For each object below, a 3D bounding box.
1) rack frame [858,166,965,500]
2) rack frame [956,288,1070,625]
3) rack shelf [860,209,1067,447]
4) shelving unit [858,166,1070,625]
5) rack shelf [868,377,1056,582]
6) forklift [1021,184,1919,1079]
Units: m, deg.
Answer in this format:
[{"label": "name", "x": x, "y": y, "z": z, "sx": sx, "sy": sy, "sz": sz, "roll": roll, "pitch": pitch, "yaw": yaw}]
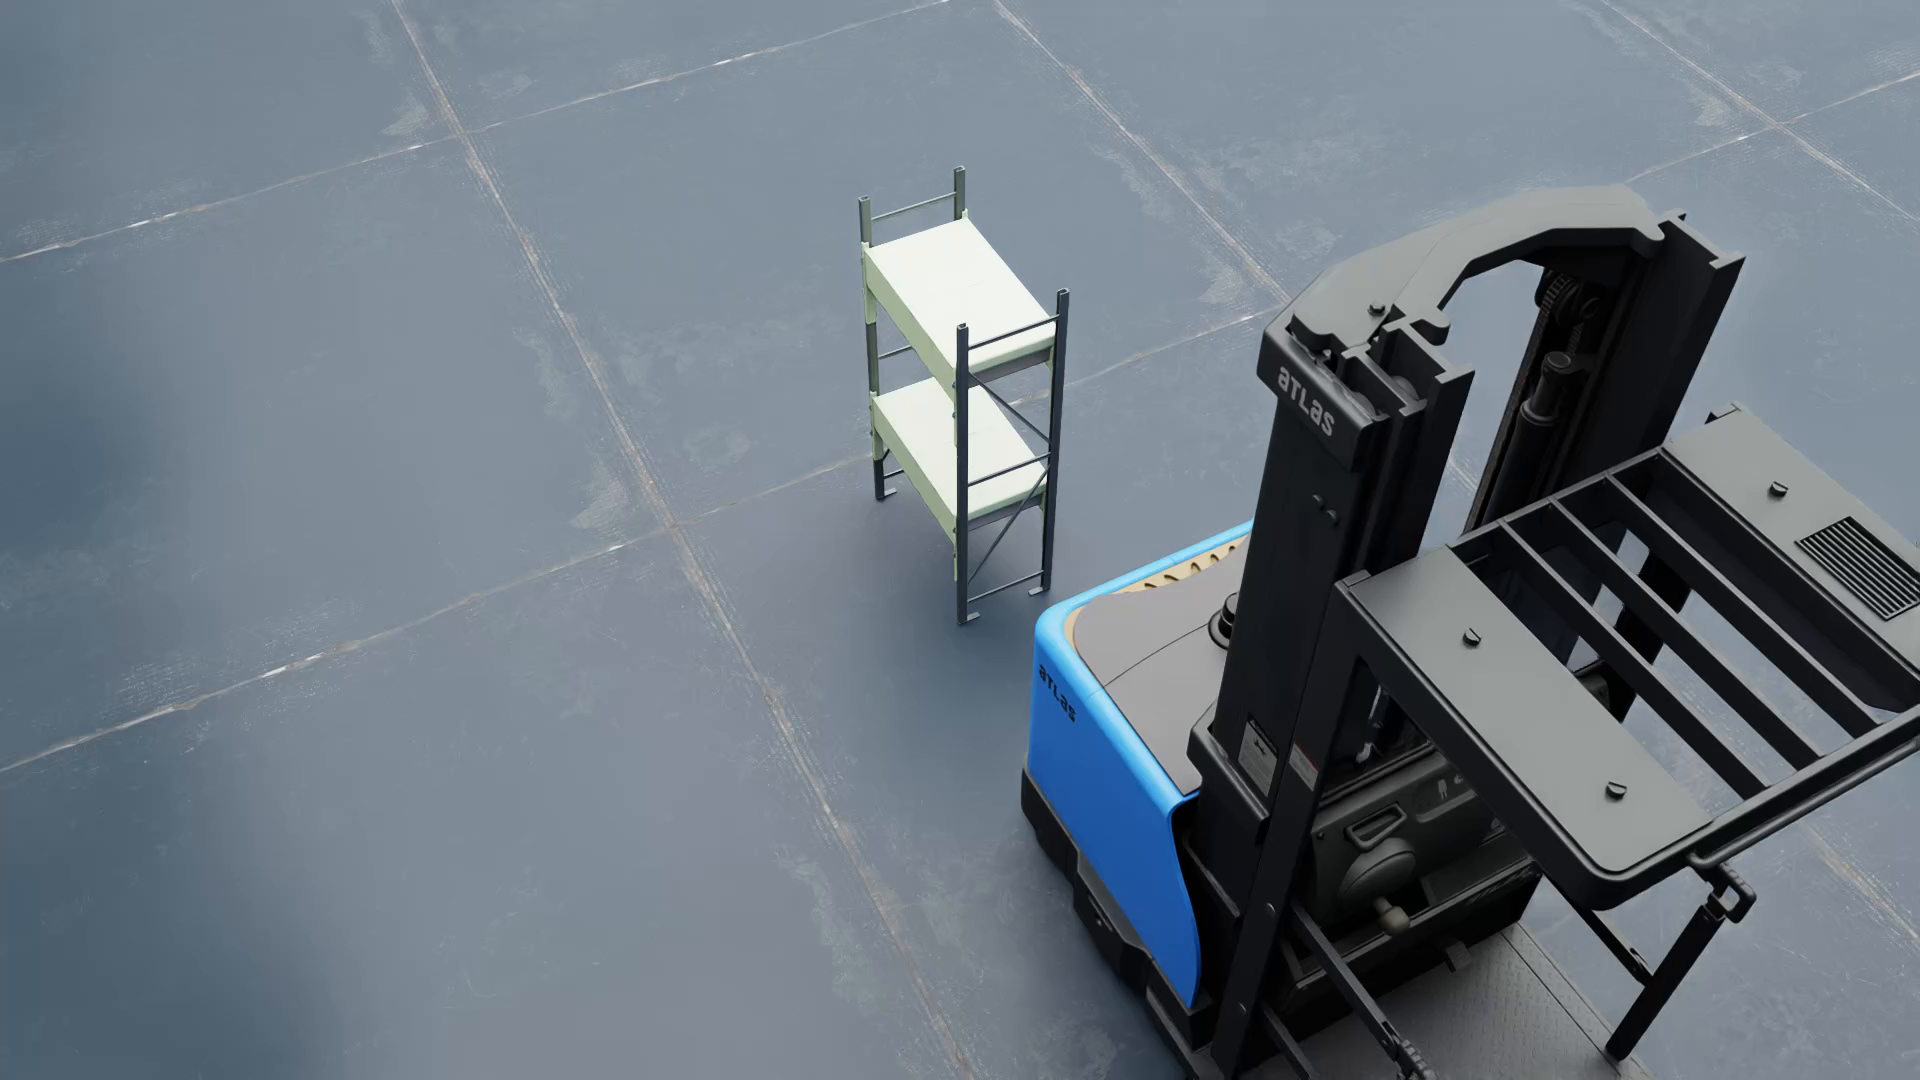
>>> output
[{"label": "rack frame", "x": -0.164, "y": -0.734, "z": 6.288, "sx": 0.400, "sy": 1.500, "sz": 0.023, "roll": -21, "pitch": 52, "yaw": -18}, {"label": "rack frame", "x": 0.171, "y": -0.244, "z": 5.860, "sx": 0.400, "sy": 1.500, "sz": 0.023, "roll": -21, "pitch": 52, "yaw": -18}, {"label": "rack shelf", "x": 0.003, "y": -0.746, "z": 5.780, "sx": 0.431, "sy": 0.370, "sz": 0.720, "roll": -21, "pitch": 52, "yaw": -18}, {"label": "shelving unit", "x": 0.003, "y": -0.489, "z": 6.074, "sx": 0.431, "sy": 1.500, "sz": 0.755, "roll": -21, "pitch": 52, "yaw": -18}, {"label": "rack shelf", "x": 0.003, "y": -0.275, "z": 6.320, "sx": 0.431, "sy": 0.370, "sz": 0.720, "roll": -21, "pitch": 52, "yaw": -18}, {"label": "forklift", "x": 1.356, "y": 0.769, "z": 4.023, "sx": 1.130, "sy": 2.935, "sz": 3.031, "roll": -22, "pitch": 52, "yaw": -18}]
